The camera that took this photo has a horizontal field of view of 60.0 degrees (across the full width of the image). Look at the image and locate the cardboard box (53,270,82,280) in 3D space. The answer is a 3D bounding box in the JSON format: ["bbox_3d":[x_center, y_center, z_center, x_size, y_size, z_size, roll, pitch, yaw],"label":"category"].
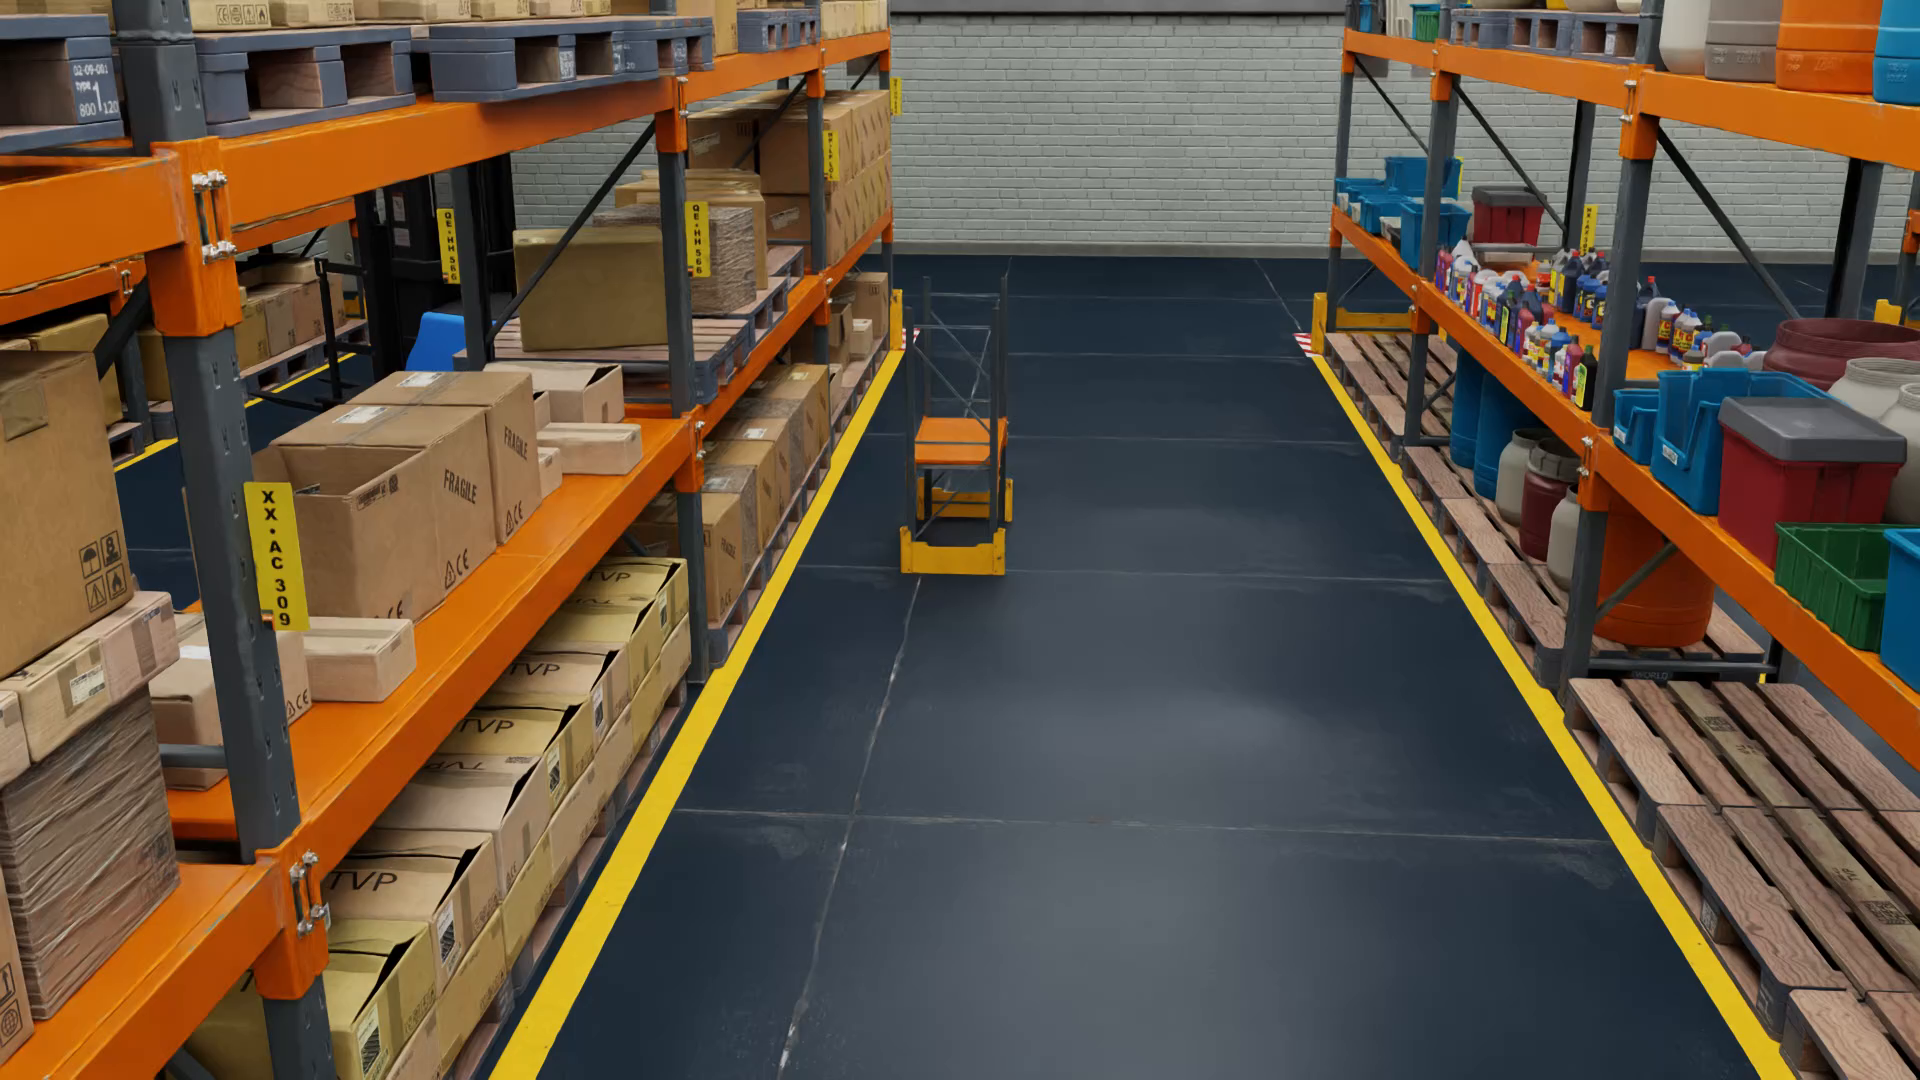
[{"bbox_3d":[-6.086,-1.820,11.032,0.380,0.149,0.250,2,18,5],"label":"cardboard box"}]

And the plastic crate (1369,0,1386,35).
[{"bbox_3d":[3.435,-4.069,12.807,0.504,0.338,0.767,1,18,4],"label":"plastic crate"}]

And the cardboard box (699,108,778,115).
[{"bbox_3d":[-1.596,-2.856,12.054,0.500,0.500,0.500,1,18,3],"label":"cardboard box"}]

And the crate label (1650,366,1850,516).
[{"bbox_3d":[2.905,-0.371,6.182,0.502,0.435,0.616,1,18,4],"label":"crate label"}]

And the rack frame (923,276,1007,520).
[{"bbox_3d":[0.030,-0.844,10.090,0.500,1.500,0.032,1,18,4],"label":"rack frame"}]

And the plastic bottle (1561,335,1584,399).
[{"bbox_3d":[2.866,-0.808,7.760,0.061,0.283,0.133,1,18,4],"label":"plastic bottle"}]

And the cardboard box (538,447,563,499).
[{"bbox_3d":[-1.730,-0.252,6.278,0.380,0.149,0.250,3,18,8],"label":"cardboard box"}]

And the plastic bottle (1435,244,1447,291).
[{"bbox_3d":[3.080,-1.739,10.602,0.061,0.283,0.133,1,18,4],"label":"plastic bottle"}]

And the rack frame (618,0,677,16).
[{"bbox_3d":[-1.695,-3.620,6.517,1.000,3.000,0.127,1,18,4],"label":"rack frame"}]

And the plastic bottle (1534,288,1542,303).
[{"bbox_3d":[3.130,-1.244,9.109,0.097,0.271,0.097,0,18,0],"label":"plastic bottle"}]

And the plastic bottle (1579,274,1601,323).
[{"bbox_3d":[3.629,-1.394,9.565,0.097,0.271,0.097,0,18,0],"label":"plastic bottle"}]

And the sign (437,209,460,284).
[{"bbox_3d":[-2.237,-1.290,7.312,0.100,0.325,0.005,1,18,4],"label":"sign"}]

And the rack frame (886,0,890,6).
[{"bbox_3d":[-1.121,-6.104,14.100,1.000,3.000,0.127,1,18,4],"label":"rack frame"}]

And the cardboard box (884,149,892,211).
[{"bbox_3d":[-0.882,-3.156,14.576,0.500,0.500,0.500,2,18,6],"label":"cardboard box"}]

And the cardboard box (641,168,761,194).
[{"bbox_3d":[-1.665,-2.116,10.728,0.700,0.500,0.500,-5,19,-15],"label":"cardboard box"}]

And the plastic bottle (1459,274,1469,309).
[{"bbox_3d":[3.050,-1.490,9.973,0.097,0.201,0.097,0,18,0],"label":"plastic bottle"}]

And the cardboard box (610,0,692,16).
[{"bbox_3d":[-1.697,-2.378,7.385,0.910,0.500,0.500,1,18,4],"label":"cardboard box"}]

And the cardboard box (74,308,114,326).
[{"bbox_3d":[-6.402,-1.630,12.378,0.380,0.149,0.250,1,18,4],"label":"cardboard box"}]

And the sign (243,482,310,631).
[{"bbox_3d":[-1.428,0.037,3.477,0.100,0.325,0.005,1,18,4],"label":"sign"}]

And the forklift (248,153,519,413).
[{"bbox_3d":[-3.942,-2.143,11.756,3.031,2.935,1.130,11,21,30],"label":"forklift"}]

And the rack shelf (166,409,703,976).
[{"bbox_3d":[-1.838,0.194,5.668,1.077,0.370,4.000,1,18,4],"label":"rack shelf"}]

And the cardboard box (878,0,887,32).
[{"bbox_3d":[-0.895,-4.442,14.086,0.500,0.250,0.500,1,18,4],"label":"cardboard box"}]

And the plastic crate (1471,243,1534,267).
[{"bbox_3d":[3.708,-1.944,11.365,0.396,0.136,0.243,1,18,4],"label":"plastic crate"}]

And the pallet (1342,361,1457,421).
[{"bbox_3d":[3.631,-1.183,13.195,1.003,0.211,1.213,1,18,4],"label":"pallet"}]

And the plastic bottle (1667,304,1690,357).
[{"bbox_3d":[3.727,-1.087,8.609,0.061,0.283,0.133,1,18,4],"label":"plastic bottle"}]

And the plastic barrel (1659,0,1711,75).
[{"bbox_3d":[2.918,-2.046,6.353,0.421,0.512,0.421,0,18,0],"label":"plastic barrel"}]

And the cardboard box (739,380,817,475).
[{"bbox_3d":[-1.201,-0.719,10.608,0.500,0.500,0.500,1,18,4],"label":"cardboard box"}]

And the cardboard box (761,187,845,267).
[{"bbox_3d":[-1.100,-2.211,11.692,0.500,0.500,0.500,2,18,5],"label":"cardboard box"}]

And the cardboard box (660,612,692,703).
[{"bbox_3d":[-1.489,0.507,7.299,0.500,0.250,0.500,2,18,5],"label":"cardboard box"}]

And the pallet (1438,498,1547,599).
[{"bbox_3d":[3.351,0.045,9.448,1.003,0.211,1.213,1,18,4],"label":"pallet"}]

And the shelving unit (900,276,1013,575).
[{"bbox_3d":[-0.005,-0.689,9.617,0.587,1.500,1.083,1,18,4],"label":"shelving unit"}]

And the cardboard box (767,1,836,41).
[{"bbox_3d":[-1.126,-3.511,11.243,0.500,0.250,0.500,1,18,4],"label":"cardboard box"}]

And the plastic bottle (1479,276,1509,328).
[{"bbox_3d":[3.036,-1.345,9.411,0.152,0.276,0.135,1,18,4],"label":"plastic bottle"}]

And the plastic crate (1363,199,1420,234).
[{"bbox_3d":[3.357,-2.519,12.966,0.416,0.233,0.300,1,18,4],"label":"plastic crate"}]

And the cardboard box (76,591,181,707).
[{"bbox_3d":[-1.787,0.207,3.271,0.380,0.149,0.250,1,18,4],"label":"cardboard box"}]

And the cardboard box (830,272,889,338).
[{"bbox_3d":[-0.915,-2.100,14.823,0.500,0.500,0.500,1,18,4],"label":"cardboard box"}]

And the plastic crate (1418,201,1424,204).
[{"bbox_3d":[3.906,-2.698,13.666,0.396,0.136,0.243,1,18,4],"label":"plastic crate"}]

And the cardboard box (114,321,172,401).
[{"bbox_3d":[-6.193,-1.362,12.603,0.700,0.500,0.500,2,18,5],"label":"cardboard box"}]

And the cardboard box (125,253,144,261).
[{"bbox_3d":[-6.294,-2.431,12.043,0.980,0.700,0.700,2,18,5],"label":"cardboard box"}]

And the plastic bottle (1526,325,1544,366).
[{"bbox_3d":[2.934,-0.986,8.435,0.097,0.201,0.097,0,18,0],"label":"plastic bottle"}]

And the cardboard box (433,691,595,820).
[{"bbox_3d":[-1.595,0.714,5.768,0.500,0.311,0.500,2,18,5],"label":"cardboard box"}]

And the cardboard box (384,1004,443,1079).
[{"bbox_3d":[-1.706,1.461,4.388,0.500,0.250,0.500,1,18,3],"label":"cardboard box"}]

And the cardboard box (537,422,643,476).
[{"bbox_3d":[-1.484,-0.364,6.619,0.380,0.149,0.250,1,18,4],"label":"cardboard box"}]

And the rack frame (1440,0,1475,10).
[{"bbox_3d":[3.532,-4.750,9.968,1.000,3.000,0.127,1,18,4],"label":"rack frame"}]

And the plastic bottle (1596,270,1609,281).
[{"bbox_3d":[3.764,-1.441,9.701,0.152,0.276,0.135,1,18,4],"label":"plastic bottle"}]

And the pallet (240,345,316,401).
[{"bbox_3d":[-6.132,-1.410,13.886,1.003,0.211,1.213,1,18,4],"label":"pallet"}]

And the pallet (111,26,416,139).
[{"bbox_3d":[-1.931,-1.135,4.060,0.805,0.209,1.217,1,18,2],"label":"pallet"}]

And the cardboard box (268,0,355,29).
[{"bbox_3d":[-1.891,-1.442,4.255,0.500,0.250,0.500,0,18,-1],"label":"cardboard box"}]

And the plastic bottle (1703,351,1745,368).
[{"bbox_3d":[3.447,-0.729,7.528,0.152,0.276,0.135,1,18,4],"label":"plastic bottle"}]

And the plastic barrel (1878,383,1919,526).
[{"bbox_3d":[3.355,-0.255,5.704,0.421,0.512,0.421,0,18,0],"label":"plastic barrel"}]

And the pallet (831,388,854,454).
[{"bbox_3d":[-1.358,-0.899,12.328,1.003,0.211,1.213,1,18,4],"label":"pallet"}]

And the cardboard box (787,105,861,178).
[{"bbox_3d":[-1.020,-2.994,12.475,0.500,0.500,0.500,1,18,2],"label":"cardboard box"}]

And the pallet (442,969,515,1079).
[{"bbox_3d":[-1.968,1.569,4.795,1.003,0.211,1.213,1,18,4],"label":"pallet"}]

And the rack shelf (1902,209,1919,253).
[{"bbox_3d":[8.616,-2.068,12.572,1.077,0.370,4.000,1,18,4],"label":"rack shelf"}]

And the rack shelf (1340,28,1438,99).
[{"bbox_3d":[3.676,-3.604,12.443,1.077,0.370,4.000,1,18,4],"label":"rack shelf"}]

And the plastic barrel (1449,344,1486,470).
[{"bbox_3d":[3.476,-0.933,10.649,0.600,0.901,0.708,1,18,4],"label":"plastic barrel"}]

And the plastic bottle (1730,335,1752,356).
[{"bbox_3d":[3.668,-0.830,7.825,0.061,0.283,0.133,1,18,4],"label":"plastic bottle"}]
